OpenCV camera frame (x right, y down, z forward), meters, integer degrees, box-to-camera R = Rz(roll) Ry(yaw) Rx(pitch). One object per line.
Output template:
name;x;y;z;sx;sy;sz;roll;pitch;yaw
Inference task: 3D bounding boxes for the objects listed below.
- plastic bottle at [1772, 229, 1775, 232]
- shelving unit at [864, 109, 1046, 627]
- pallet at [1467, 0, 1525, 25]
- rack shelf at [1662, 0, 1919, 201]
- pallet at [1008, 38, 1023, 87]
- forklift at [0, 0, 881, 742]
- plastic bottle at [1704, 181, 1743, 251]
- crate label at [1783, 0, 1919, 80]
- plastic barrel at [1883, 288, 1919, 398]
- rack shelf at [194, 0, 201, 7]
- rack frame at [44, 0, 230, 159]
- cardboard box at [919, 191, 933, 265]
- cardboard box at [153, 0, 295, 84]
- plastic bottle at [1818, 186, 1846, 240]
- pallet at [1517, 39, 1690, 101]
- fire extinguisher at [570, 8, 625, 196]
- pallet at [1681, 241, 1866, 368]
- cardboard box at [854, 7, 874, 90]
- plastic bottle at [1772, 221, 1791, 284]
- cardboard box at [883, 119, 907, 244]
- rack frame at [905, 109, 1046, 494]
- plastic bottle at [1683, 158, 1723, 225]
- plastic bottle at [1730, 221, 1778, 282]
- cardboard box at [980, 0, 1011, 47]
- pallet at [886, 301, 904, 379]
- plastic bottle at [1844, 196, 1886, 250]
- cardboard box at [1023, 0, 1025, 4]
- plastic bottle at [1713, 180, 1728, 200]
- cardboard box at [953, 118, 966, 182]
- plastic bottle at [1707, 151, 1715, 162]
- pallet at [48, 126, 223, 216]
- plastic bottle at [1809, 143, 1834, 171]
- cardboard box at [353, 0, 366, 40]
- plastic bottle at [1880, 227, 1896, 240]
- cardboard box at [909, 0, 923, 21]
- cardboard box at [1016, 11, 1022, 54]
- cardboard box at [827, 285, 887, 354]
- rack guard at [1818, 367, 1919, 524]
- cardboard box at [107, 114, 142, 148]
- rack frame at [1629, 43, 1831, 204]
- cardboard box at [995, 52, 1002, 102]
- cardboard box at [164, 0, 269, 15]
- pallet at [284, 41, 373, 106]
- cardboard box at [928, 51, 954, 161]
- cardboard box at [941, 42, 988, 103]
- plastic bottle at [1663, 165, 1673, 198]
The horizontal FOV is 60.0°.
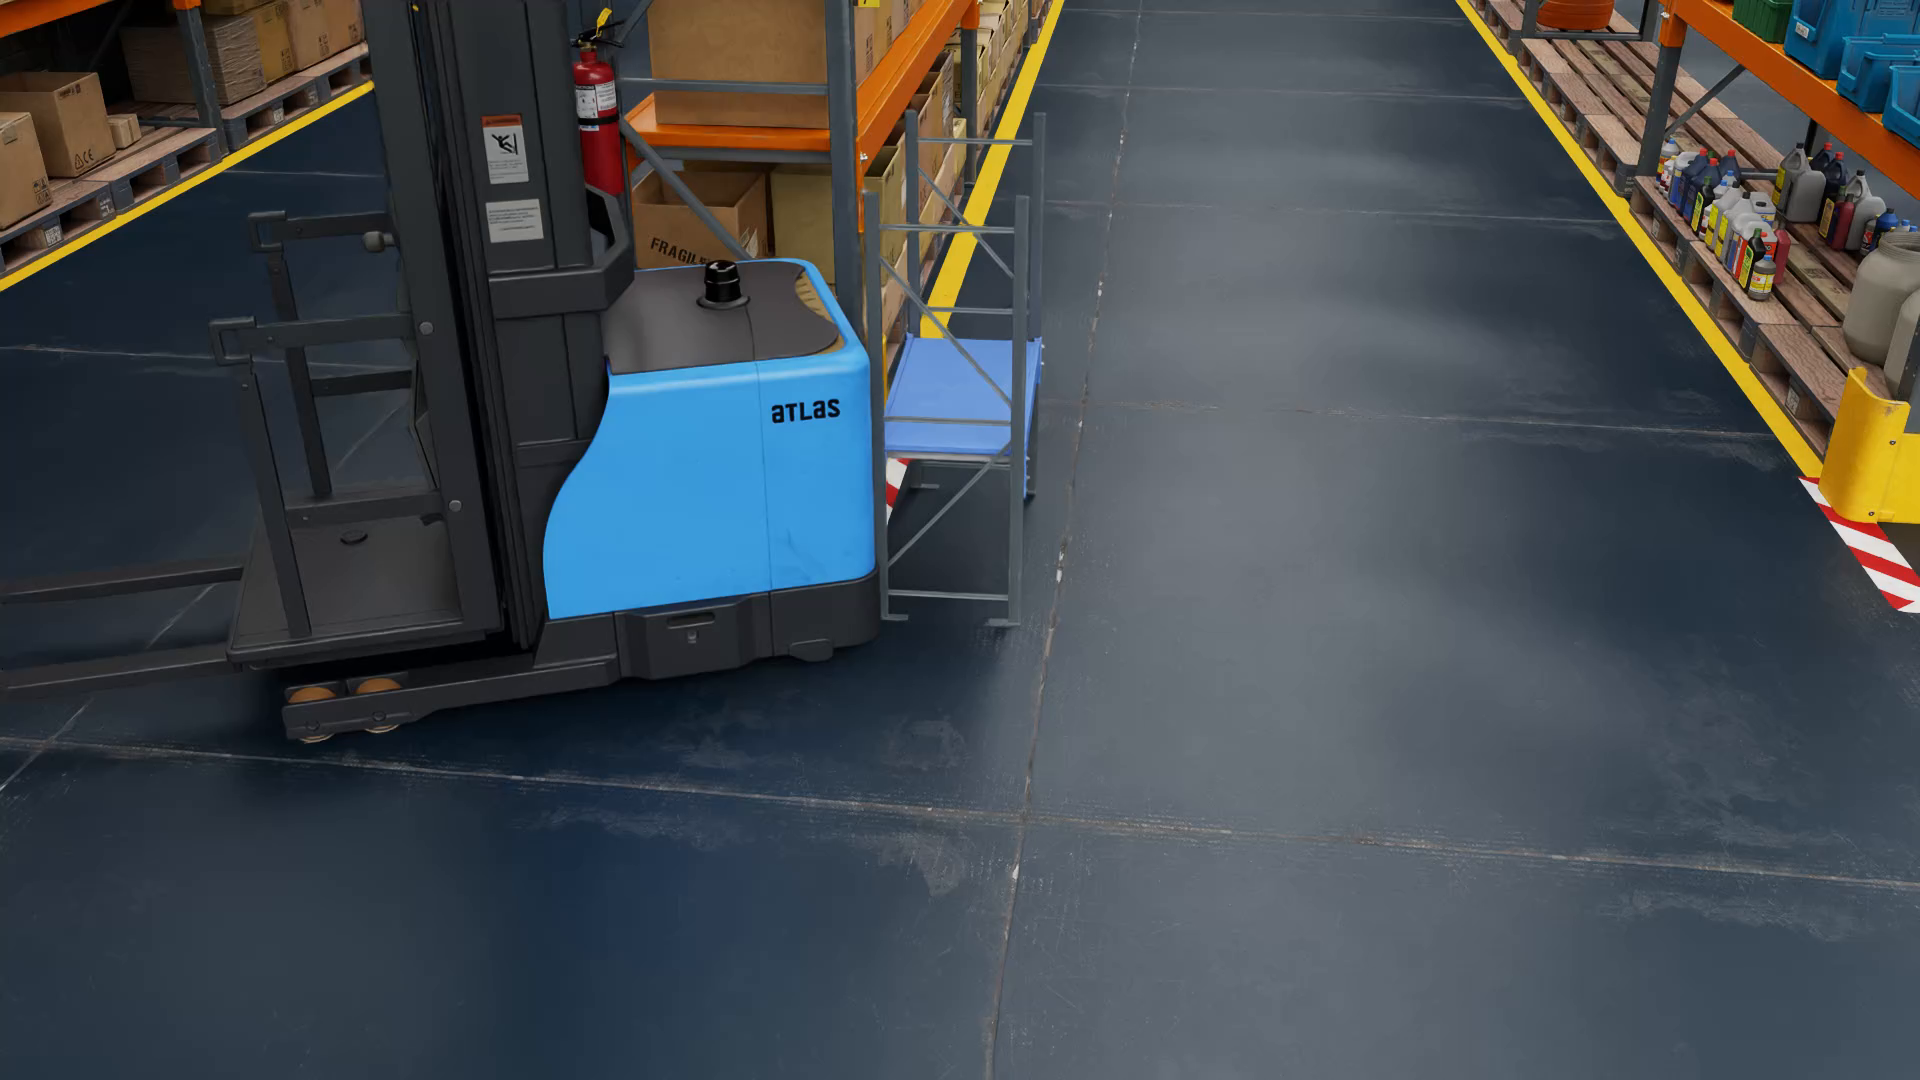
plastic bottle;4.017;-1.437;8.241;0.097;0.201;0.097;0;28;0
shelving unit;0.007;-0.621;5.822;0.538;1.500;1.048;3;28;5
pallet;5.213;-4.885;15.096;1.003;0.211;1.213;3;28;6
rack shelf;4.270;-2.026;7.606;1.077;0.370;4.000;3;28;6
pallet;-0.050;-3.844;13.162;1.003;0.211;1.213;3;28;6
forklift;-1.839;-0.948;4.920;3.031;2.935;1.130;-7;29;-13
plastic bottle;3.930;-1.667;8.510;0.144;0.351;0.185;3;28;6
crate label;3.983;-2.299;7.317;0.502;0.435;0.616;3;28;6
plastic barrel;4.030;-0.805;6.762;0.421;0.512;0.421;0;28;0
rack shelf;-5.072;-4.484;12.170;1.077;0.370;4.000;3;28;6
rack frame;-5.317;-3.860;10.252;1.000;3.000;0.127;3;28;6
cardboard box;-0.418;-1.611;8.533;0.500;0.250;0.500;3;28;6
cardboard box;-5.230;-3.546;11.842;0.700;0.500;0.500;3;28;5
plastic bottle;4.555;-1.713;8.668;0.061;0.283;0.133;3;28;6
pallet;4.872;-3.577;12.667;1.003;0.211;1.213;3;28;6
fire extinguisher;-1.366;-1.628;6.191;0.296;0.674;0.183;3;28;6
pallet;4.245;-1.167;8.193;1.003;0.211;1.213;3;28;6
cardboard box;-0.761;-2.201;7.068;0.700;0.500;0.500;4;29;8
plastic bottle;3.979;-1.400;8.086;0.061;0.283;0.133;3;28;6
cardboard box;-0.496;-1.706;7.920;0.500;0.500;0.500;3;28;6
rack frame;0.054;-0.861;6.268;0.500;1.500;0.032;3;28;5
plastic bottle;3.982;-1.867;8.881;0.144;0.351;0.185;2;28;4
plastic bottle;3.873;-1.403;8.099;0.152;0.276;0.135;4;29;7
cardboard box;0.085;-3.699;11.818;0.500;0.311;0.500;4;29;8
pallet;-0.838;-0.826;7.560;1.003;0.211;1.213;3;28;6
plastic bottle;4.636;-1.640;8.539;0.152;0.276;0.135;4;29;7
cardboard box;0.270;-4.417;13.151;0.500;0.311;0.500;4;29;8
plastic bottle;4.001;-1.760;8.768;0.097;0.271;0.097;0;28;0
cardboard box;-0.240;-2.317;9.844;0.500;0.250;0.500;3;28;6
plastic bottle;4.135;-1.998;9.195;0.061;0.283;0.133;3;28;6
pallet;-5.364;-2.314;10.322;1.003;0.211;1.213;3;28;6
plastic bottle;4.723;-1.992;9.113;0.144;0.351;0.185;3;28;5
cardboard box;-5.042;-4.258;13.163;0.700;0.500;0.500;3;28;6
plastic bottle;4.623;-1.453;8.271;0.097;0.201;0.097;0;28;0
cardboard box;-0.572;-2.924;8.409;0.700;0.500;0.500;4;29;7
cardboard box;0.208;-3.926;12.831;0.500;0.250;0.500;3;28;6
cardboard box;-0.604;-0.905;7.223;0.500;0.250;0.500;3;28;6
rack guard;3.988;-0.339;6.352;1.175;0.500;0.348;3;28;6
cardboard box;-5.353;-2.552;10.349;0.380;0.166;0.250;0;28;0
rack frame;4.516;-3.284;9.183;1.000;3.000;0.127;3;28;6
cardboard box;0.020;-3.208;11.498;0.500;0.250;0.500;3;28;5
cardboard box;-5.193;-3.838;11.592;0.500;0.250;0.500;3;28;5
pallet;-5.076;-3.575;12.662;1.003;0.211;1.213;3;28;6
cardboard box;-0.313;-2.412;9.231;0.500;0.500;0.500;3;28;6
cardboard box;-0.102;-2.975;10.474;0.500;0.311;0.500;3;29;6
plastic bottle;4.017;-2.025;9.334;0.097;0.201;0.097;0;28;0
